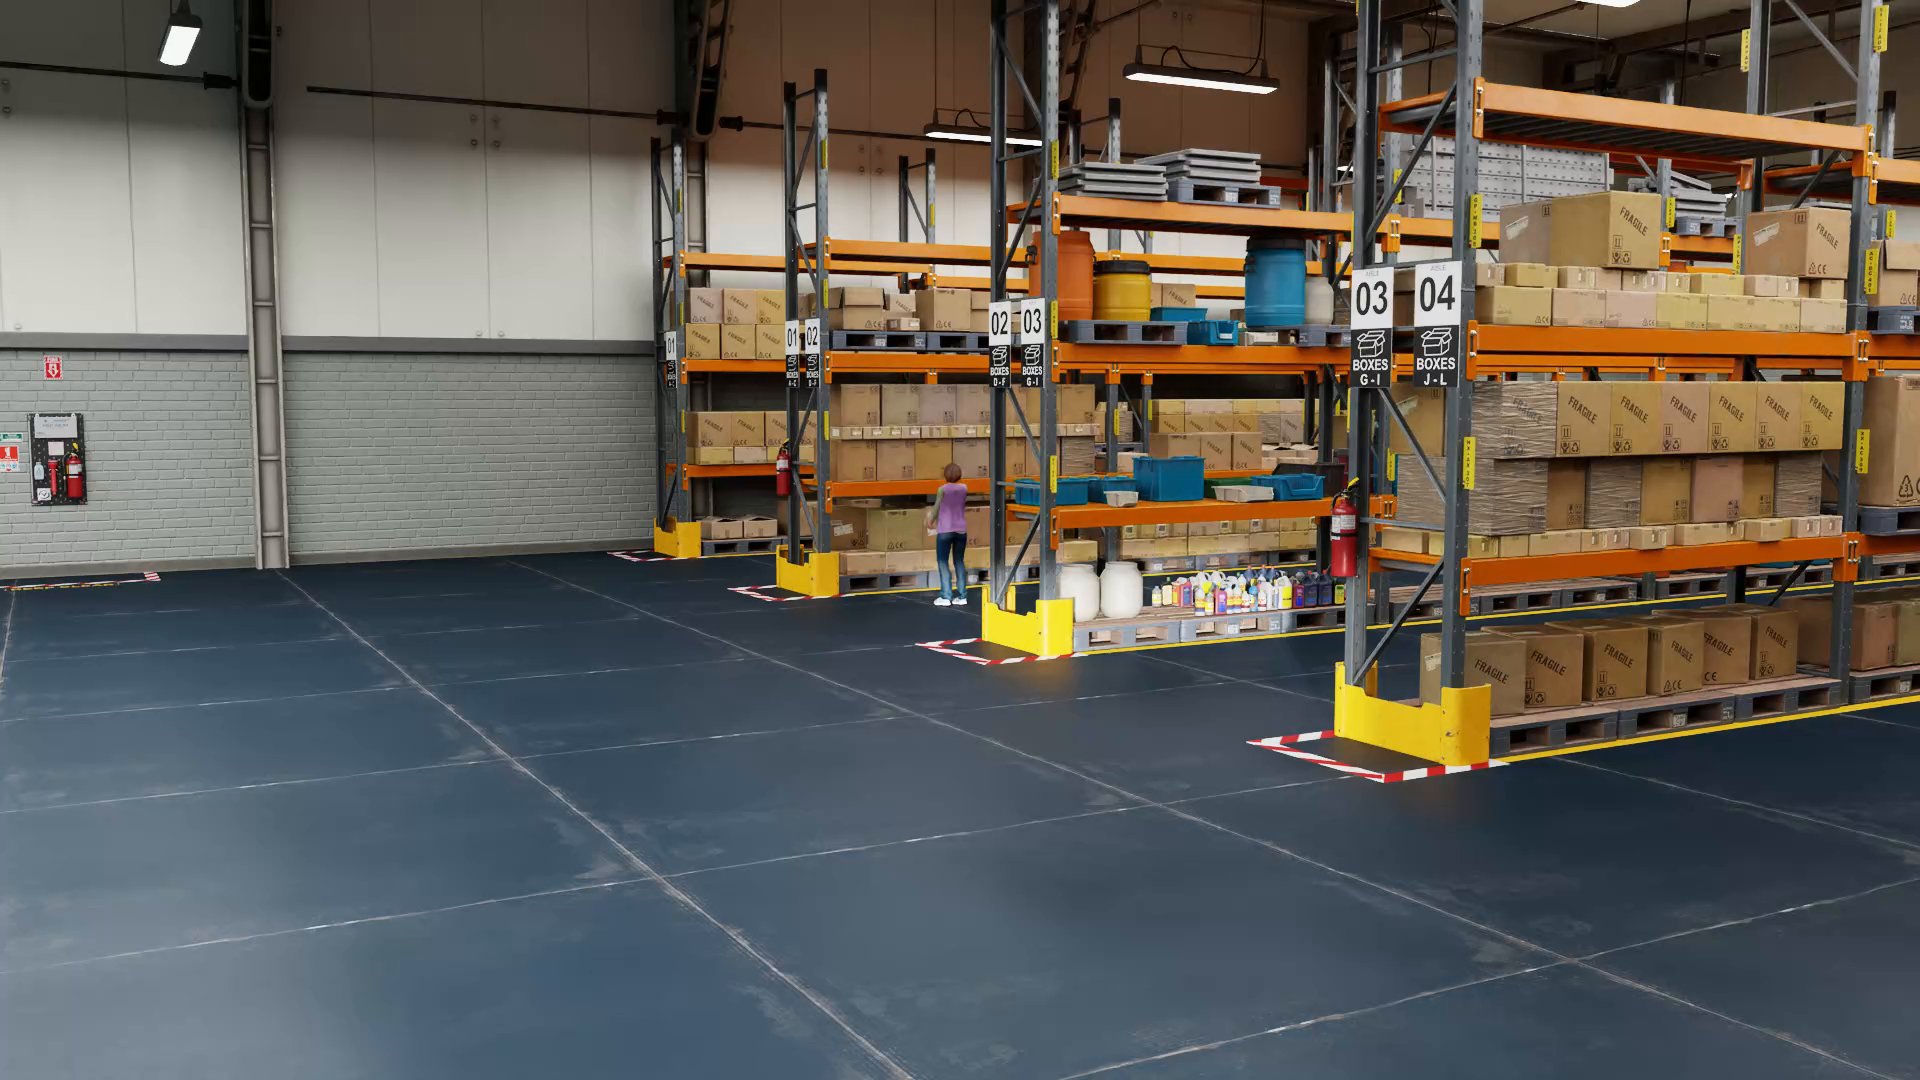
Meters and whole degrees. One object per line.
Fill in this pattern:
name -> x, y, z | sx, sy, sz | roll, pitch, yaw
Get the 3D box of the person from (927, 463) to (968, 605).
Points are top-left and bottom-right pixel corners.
person -> -0.136, -0.074, 18.476 | 0.407, 1.588, 0.500 | -3, 6, -29
